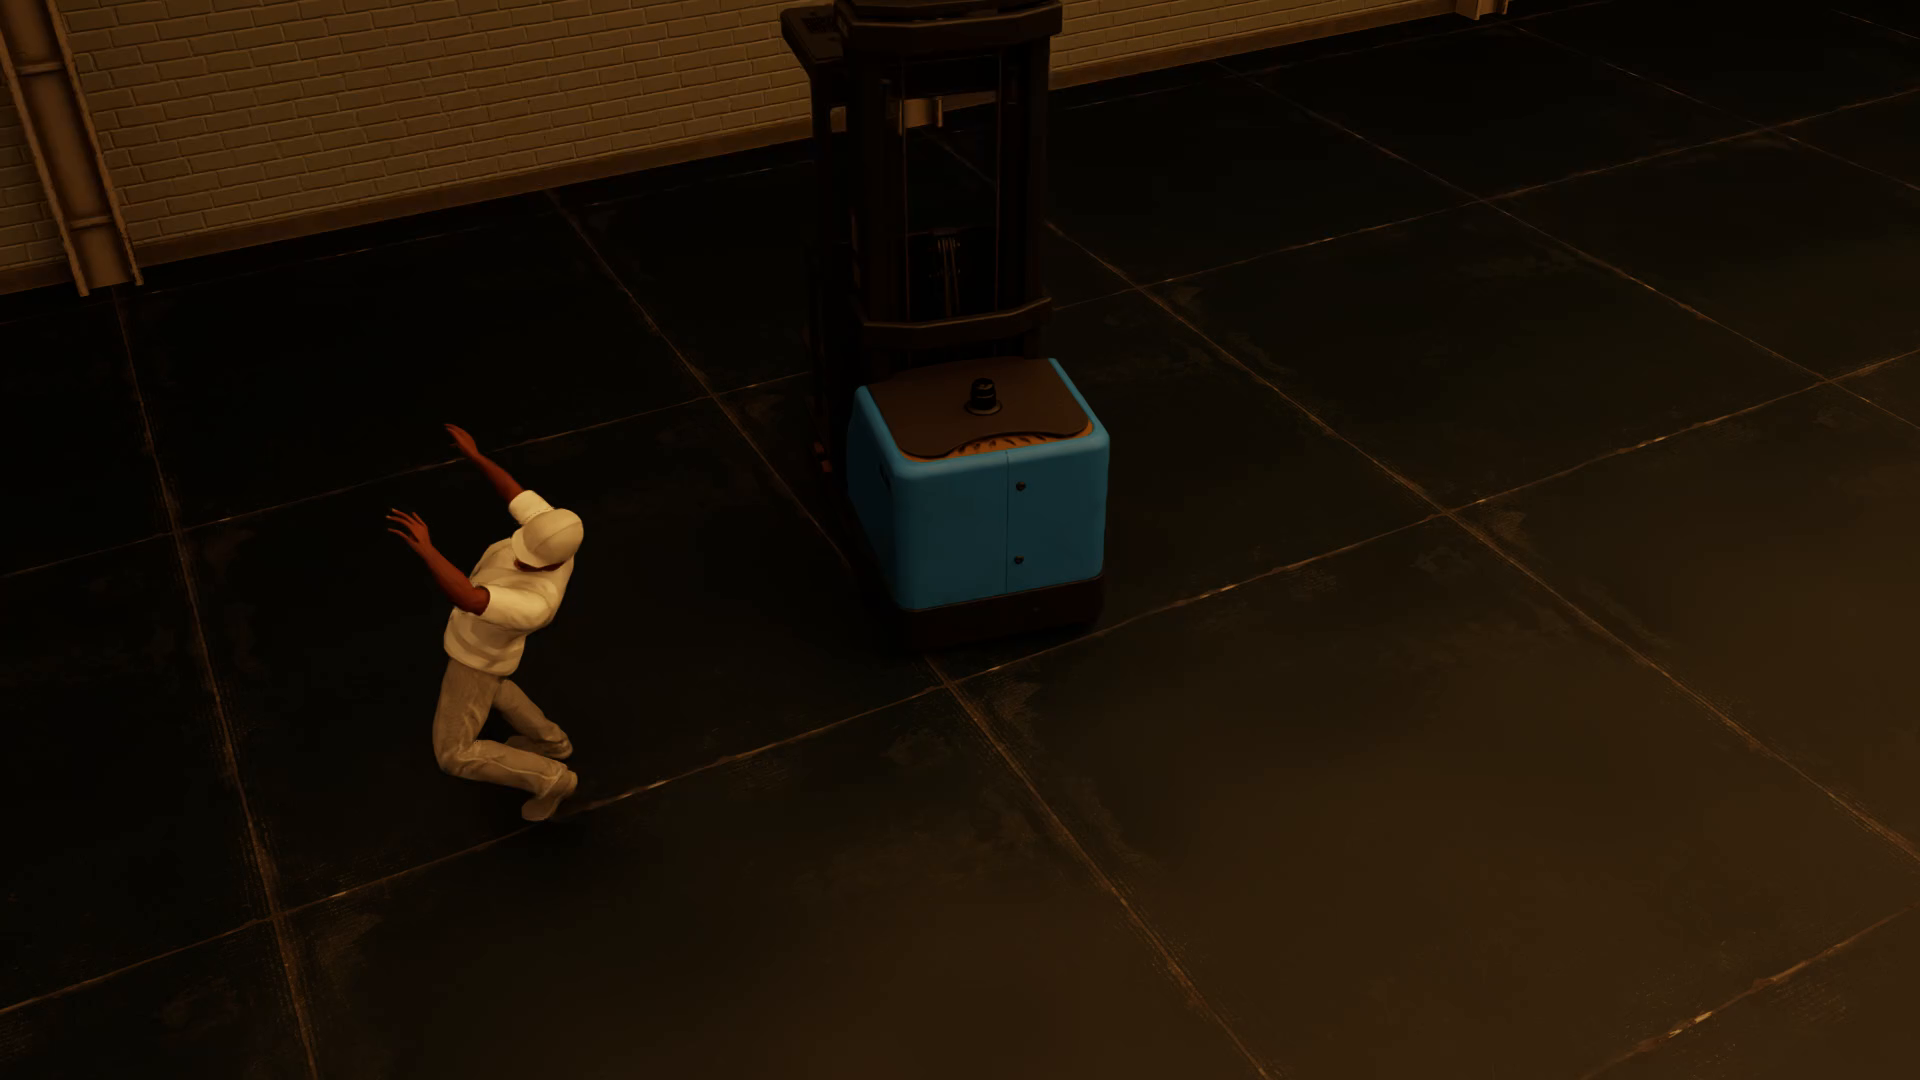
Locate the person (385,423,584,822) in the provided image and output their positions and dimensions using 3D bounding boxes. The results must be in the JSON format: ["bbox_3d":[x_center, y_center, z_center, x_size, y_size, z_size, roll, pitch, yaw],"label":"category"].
[{"bbox_3d":[-1.814,0.292,6.813,0.702,1.622,1.089,-4,35,-6],"label":"person"}]

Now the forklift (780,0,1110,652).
[{"bbox_3d":[-0.214,-1.522,8.276,1.130,2.935,3.031,-10,36,-13],"label":"forklift"}]
